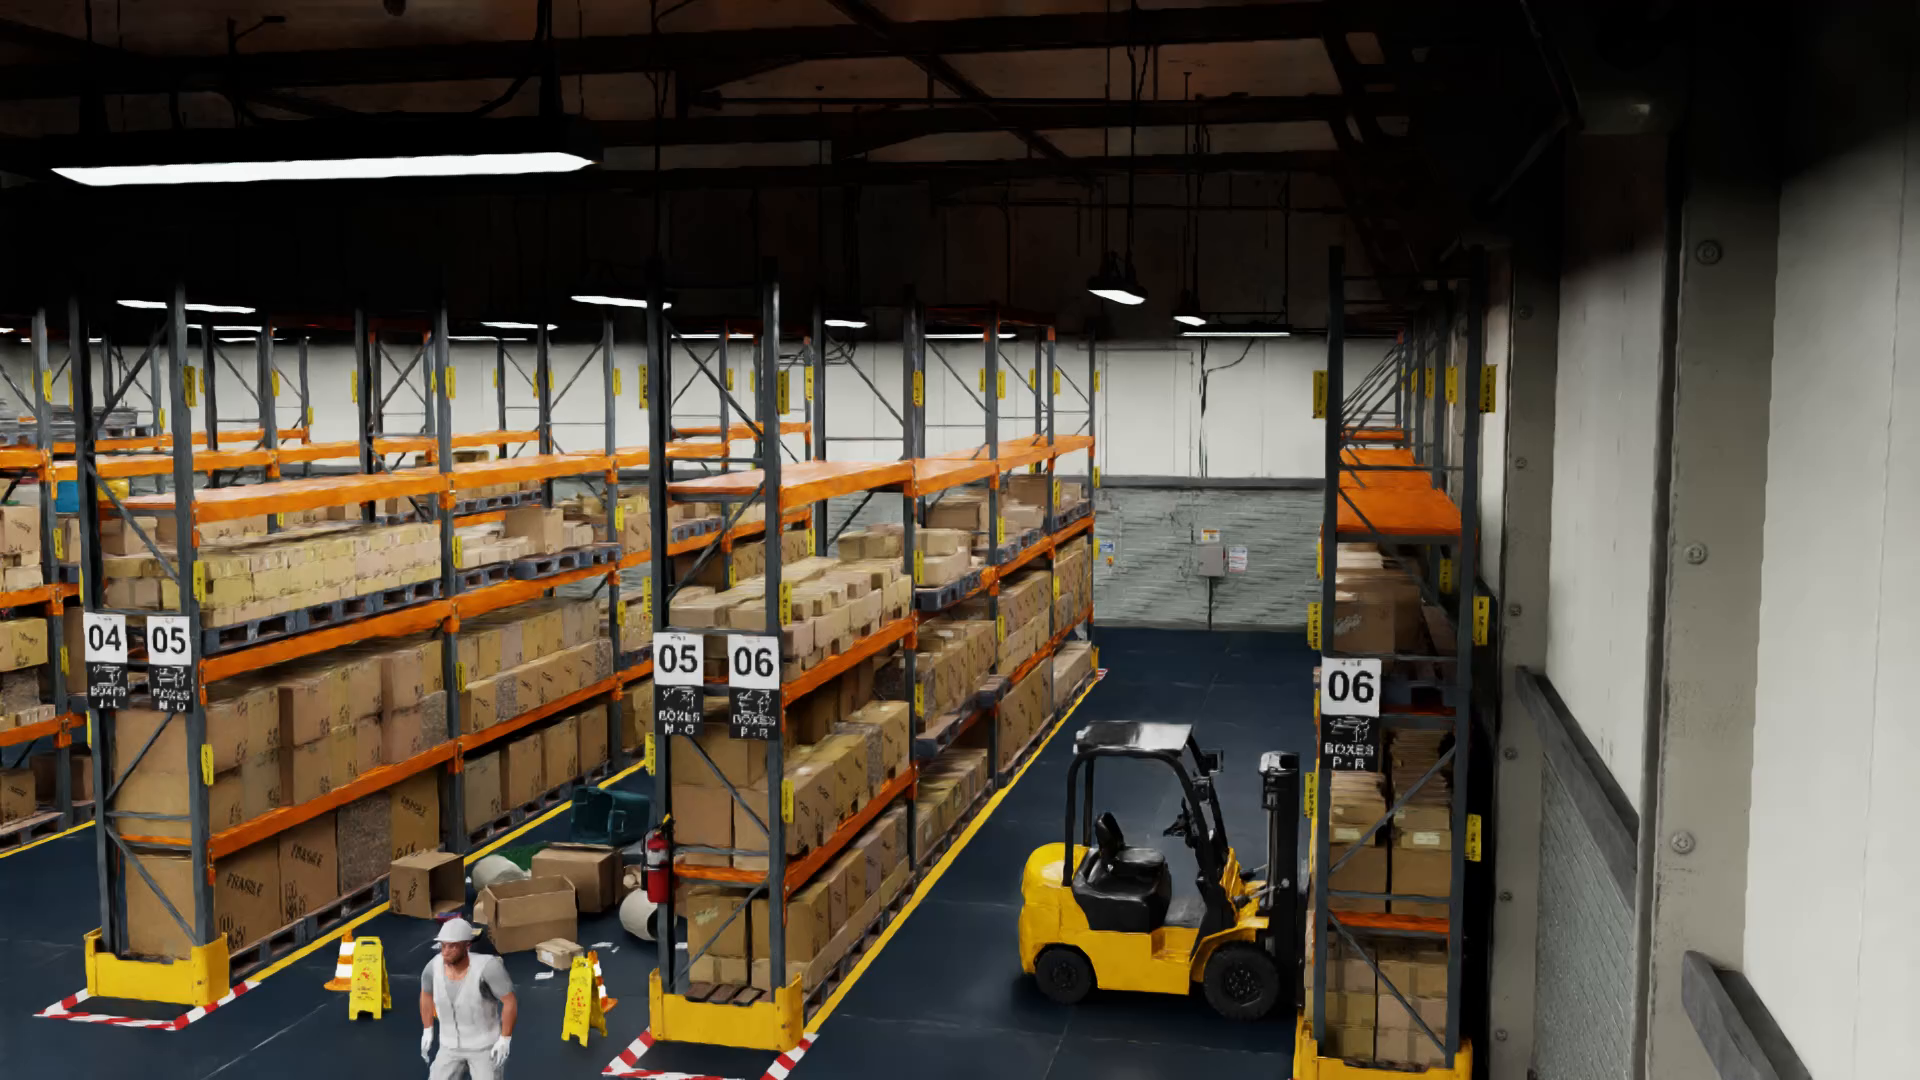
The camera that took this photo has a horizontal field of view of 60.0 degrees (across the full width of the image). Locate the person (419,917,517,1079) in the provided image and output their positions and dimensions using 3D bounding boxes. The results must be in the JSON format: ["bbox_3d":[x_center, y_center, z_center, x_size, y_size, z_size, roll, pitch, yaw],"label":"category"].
[{"bbox_3d":[-3.163,3.233,10.658,0.677,1.742,0.552,1,6,11],"label":"person"}]

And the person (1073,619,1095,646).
[{"bbox_3d":[2.211,1.280,30.122,0.448,1.668,0.626,-2,6,-18],"label":"person"}]
